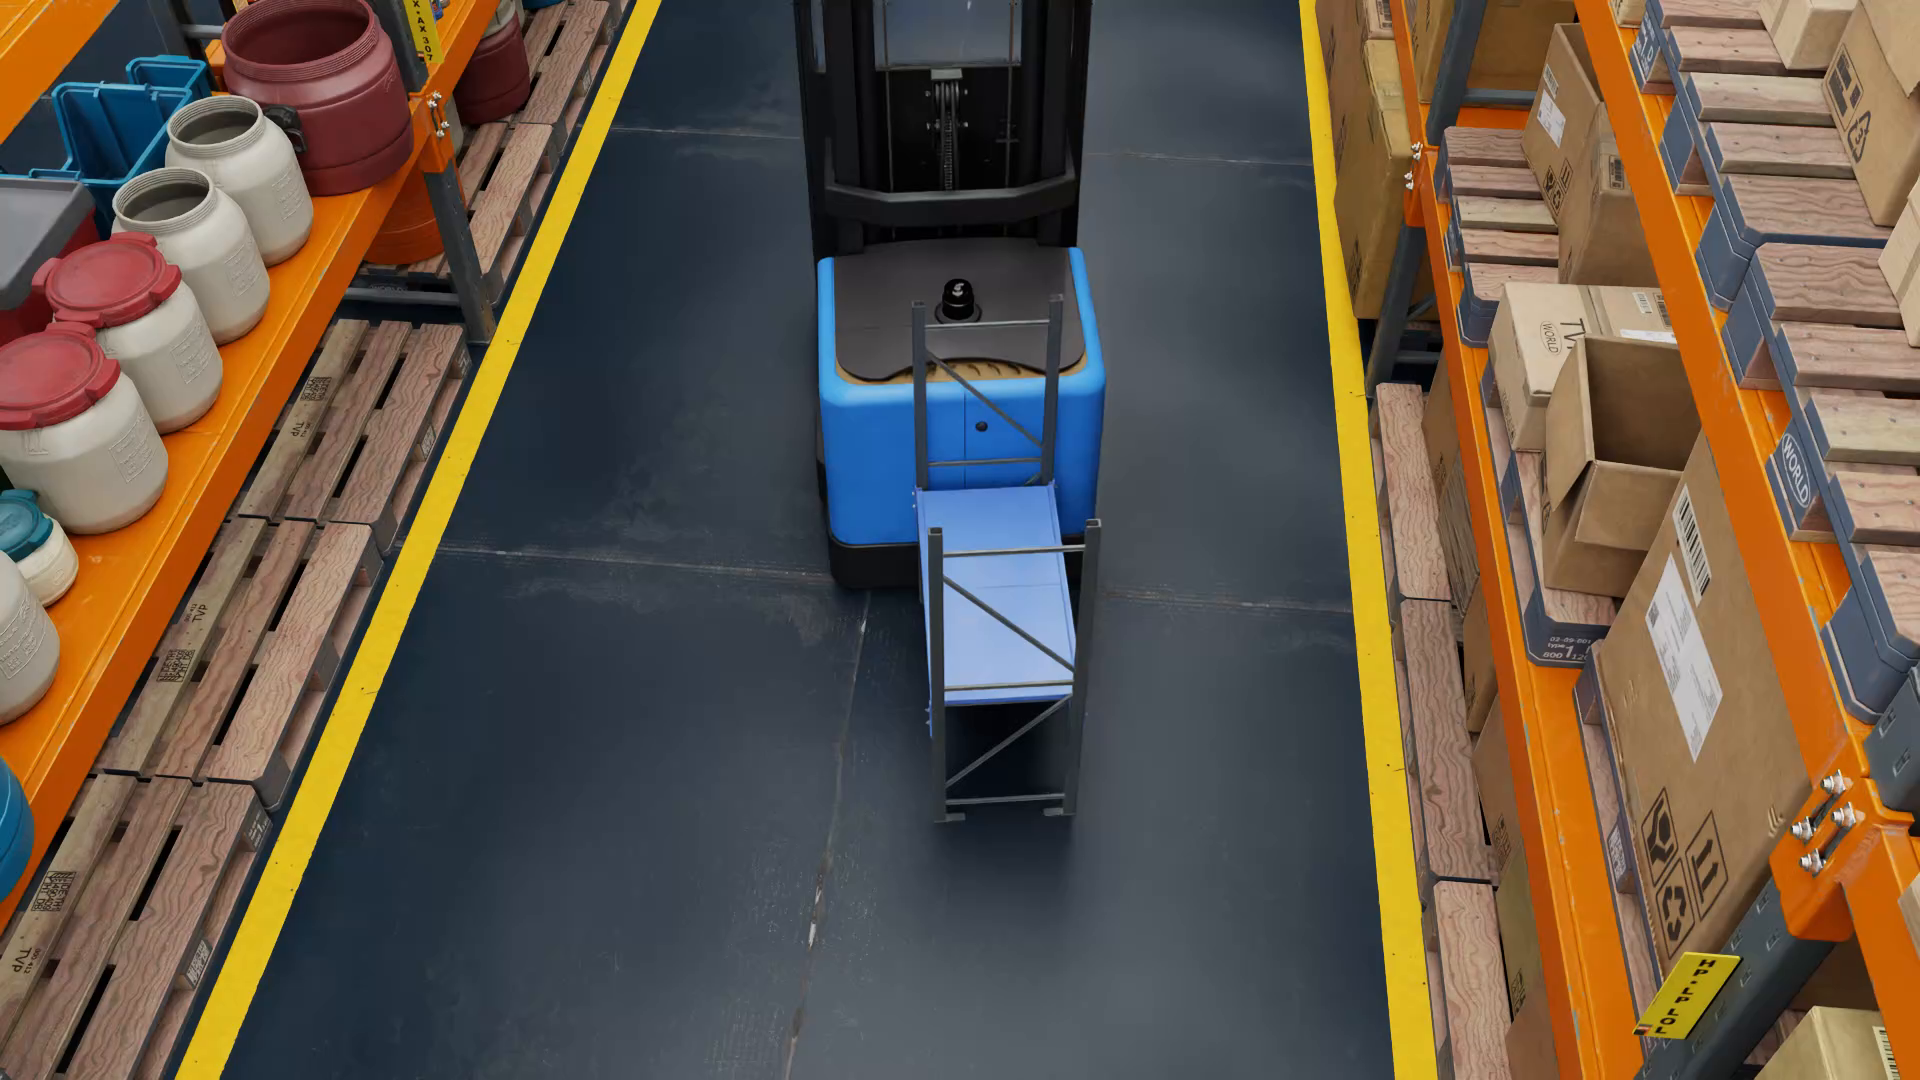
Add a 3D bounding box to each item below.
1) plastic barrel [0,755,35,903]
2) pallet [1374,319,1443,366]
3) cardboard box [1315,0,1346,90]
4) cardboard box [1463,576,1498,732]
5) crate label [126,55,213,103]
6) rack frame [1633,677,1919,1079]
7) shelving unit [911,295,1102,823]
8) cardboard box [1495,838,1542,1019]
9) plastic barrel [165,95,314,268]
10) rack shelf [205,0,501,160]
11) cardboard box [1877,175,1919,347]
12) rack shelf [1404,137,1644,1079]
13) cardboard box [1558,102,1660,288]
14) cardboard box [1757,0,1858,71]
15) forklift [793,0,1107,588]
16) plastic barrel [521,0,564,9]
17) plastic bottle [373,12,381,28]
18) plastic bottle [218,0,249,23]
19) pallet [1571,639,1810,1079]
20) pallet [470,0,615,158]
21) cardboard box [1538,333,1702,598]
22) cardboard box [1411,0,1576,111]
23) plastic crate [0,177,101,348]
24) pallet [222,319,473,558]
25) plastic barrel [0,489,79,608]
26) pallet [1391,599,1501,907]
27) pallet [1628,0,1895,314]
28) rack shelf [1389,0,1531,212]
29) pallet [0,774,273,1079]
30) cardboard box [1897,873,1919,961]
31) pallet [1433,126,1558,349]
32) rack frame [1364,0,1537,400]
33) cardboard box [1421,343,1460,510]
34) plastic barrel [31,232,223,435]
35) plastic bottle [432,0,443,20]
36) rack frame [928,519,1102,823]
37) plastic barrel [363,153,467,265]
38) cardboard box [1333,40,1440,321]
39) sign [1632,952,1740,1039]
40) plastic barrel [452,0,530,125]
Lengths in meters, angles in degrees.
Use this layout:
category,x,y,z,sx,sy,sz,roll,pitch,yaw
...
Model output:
category,x,y,z,sx,sy,sz,roll,pitch,yaw
plastic barrel,-2.665,0.529,3.919,0.600,0.901,0.708,4,48,4
pallet,2.442,-1.277,7.801,1.003,0.211,1.213,4,48,4
cardboard box,2.541,-2.880,8.532,1.225,0.875,0.875,2,48,2
cardboard box,2.171,0.370,5.800,0.700,0.500,0.500,7,48,7
crate label,-3.049,-1.636,6.353,0.303,0.233,0.416,4,48,4
rack frame,1.931,1.295,3.559,1.000,3.000,0.127,4,48,4
shelving unit,0.124,0.095,5.673,0.538,1.500,1.048,-3,48,-3
cardboard box,2.070,1.191,5.049,0.700,0.500,0.500,4,48,3
plastic barrel,-2.518,-1.245,5.806,0.421,0.512,0.421,0,48,0
rack shelf,-2.455,-3.204,8.161,1.077,0.370,4.000,4,48,4
cardboard box,1.917,-0.511,2.984,0.396,0.266,0.258,5,48,5
rack shelf,2.113,0.068,5.168,1.077,0.370,4.000,4,48,4
cardboard box,2.335,-1.003,5.308,0.700,0.500,0.500,10,48,9
cardboard box,2.002,-1.165,3.649,0.380,0.166,0.250,3,48,2
forklift,-0.080,-1.887,6.516,1.130,2.935,3.031,-3,48,-3
plastic barrel,-2.404,-3.431,9.019,0.600,0.901,0.708,4,48,4
plastic bottle,-2.427,-2.242,6.878,0.152,0.276,0.135,4,48,4
plastic bottle,-3.025,-2.264,6.893,0.061,0.283,0.133,4,48,4
pallet,2.145,0.808,4.134,1.003,0.211,1.213,4,48,4
pallet,-2.493,-2.512,8.931,1.003,0.211,1.213,4,48,4
cardboard box,1.997,-0.162,4.536,0.797,0.503,0.637,8,48,8
cardboard box,2.093,-2.057,6.557,0.500,0.500,0.500,5,48,5
plastic crate,-3.089,-0.832,5.461,0.402,0.464,0.583,4,48,4
pallet,-2.746,-0.470,7.062,1.003,0.211,1.213,4,48,4
plastic barrel,-2.728,0.046,4.794,0.301,0.262,0.301,0,48,0
pallet,2.109,0.765,5.933,1.003,0.211,1.213,4,48,4
pallet,2.184,-0.863,3.627,1.213,0.211,1.003,4,48,4
rack shelf,2.477,-2.871,7.857,1.077,0.370,4.000,4,48,4
pallet,-2.969,1.323,5.422,1.003,0.211,1.213,4,48,4
cardboard box,1.635,0.647,2.220,0.500,0.250,0.500,2,48,2
pallet,2.336,-1.049,5.832,1.213,0.211,1.003,4,48,4
rack frame,2.295,-1.644,6.247,1.000,3.000,0.127,4,48,4
cardboard box,2.254,-0.455,6.556,0.700,0.500,0.500,2,48,1
plastic barrel,-2.590,-0.629,5.227,0.433,0.535,0.433,0,48,0
plastic bottle,-2.238,-2.314,6.946,0.097,0.271,0.097,0,48,0
rack frame,0.157,0.469,5.331,0.500,1.500,0.032,-3,48,-3
plastic barrel,-2.610,-1.747,7.527,0.600,0.830,0.708,4,48,4
cardboard box,2.379,-1.575,7.339,1.225,0.875,0.875,2,48,2
sign,1.378,0.870,3.163,0.100,0.325,0.005,4,48,4
plastic barrel,-2.507,-2.496,8.375,0.600,0.588,0.708,4,48,4
